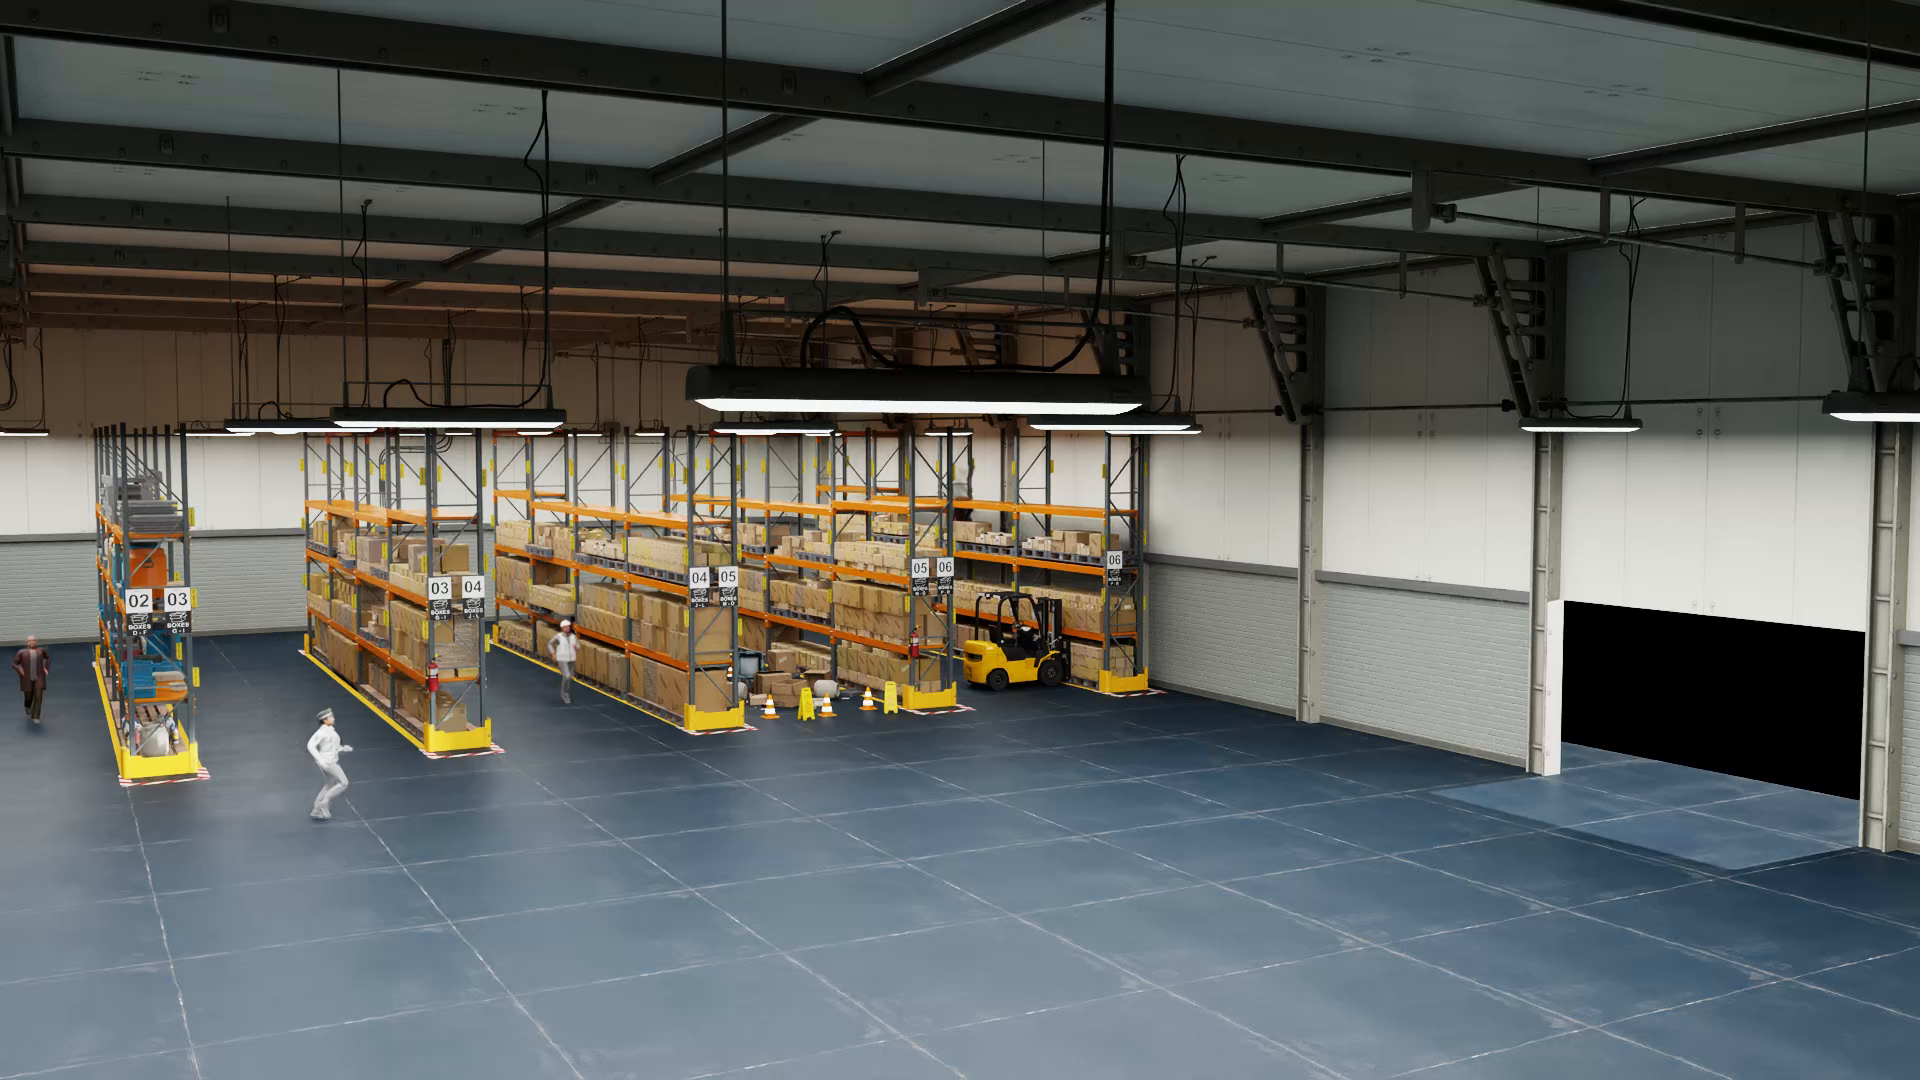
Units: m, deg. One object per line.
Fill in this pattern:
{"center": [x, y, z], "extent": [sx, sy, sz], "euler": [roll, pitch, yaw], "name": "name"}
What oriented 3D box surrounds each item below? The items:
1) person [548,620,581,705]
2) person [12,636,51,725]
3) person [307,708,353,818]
{"center": [-8.560, 2.651, 36.133], "extent": [0.625, 1.833, 0.767], "euler": [-3, 5, -43], "name": "person"}
{"center": [-18.753, 2.812, 33.639], "extent": [0.711, 1.764, 0.923], "euler": [-2, 4, -35], "name": "person"}
{"center": [-9.479, 3.354, 25.054], "extent": [0.625, 1.658, 0.589], "euler": [-1, 4, -10], "name": "person"}
